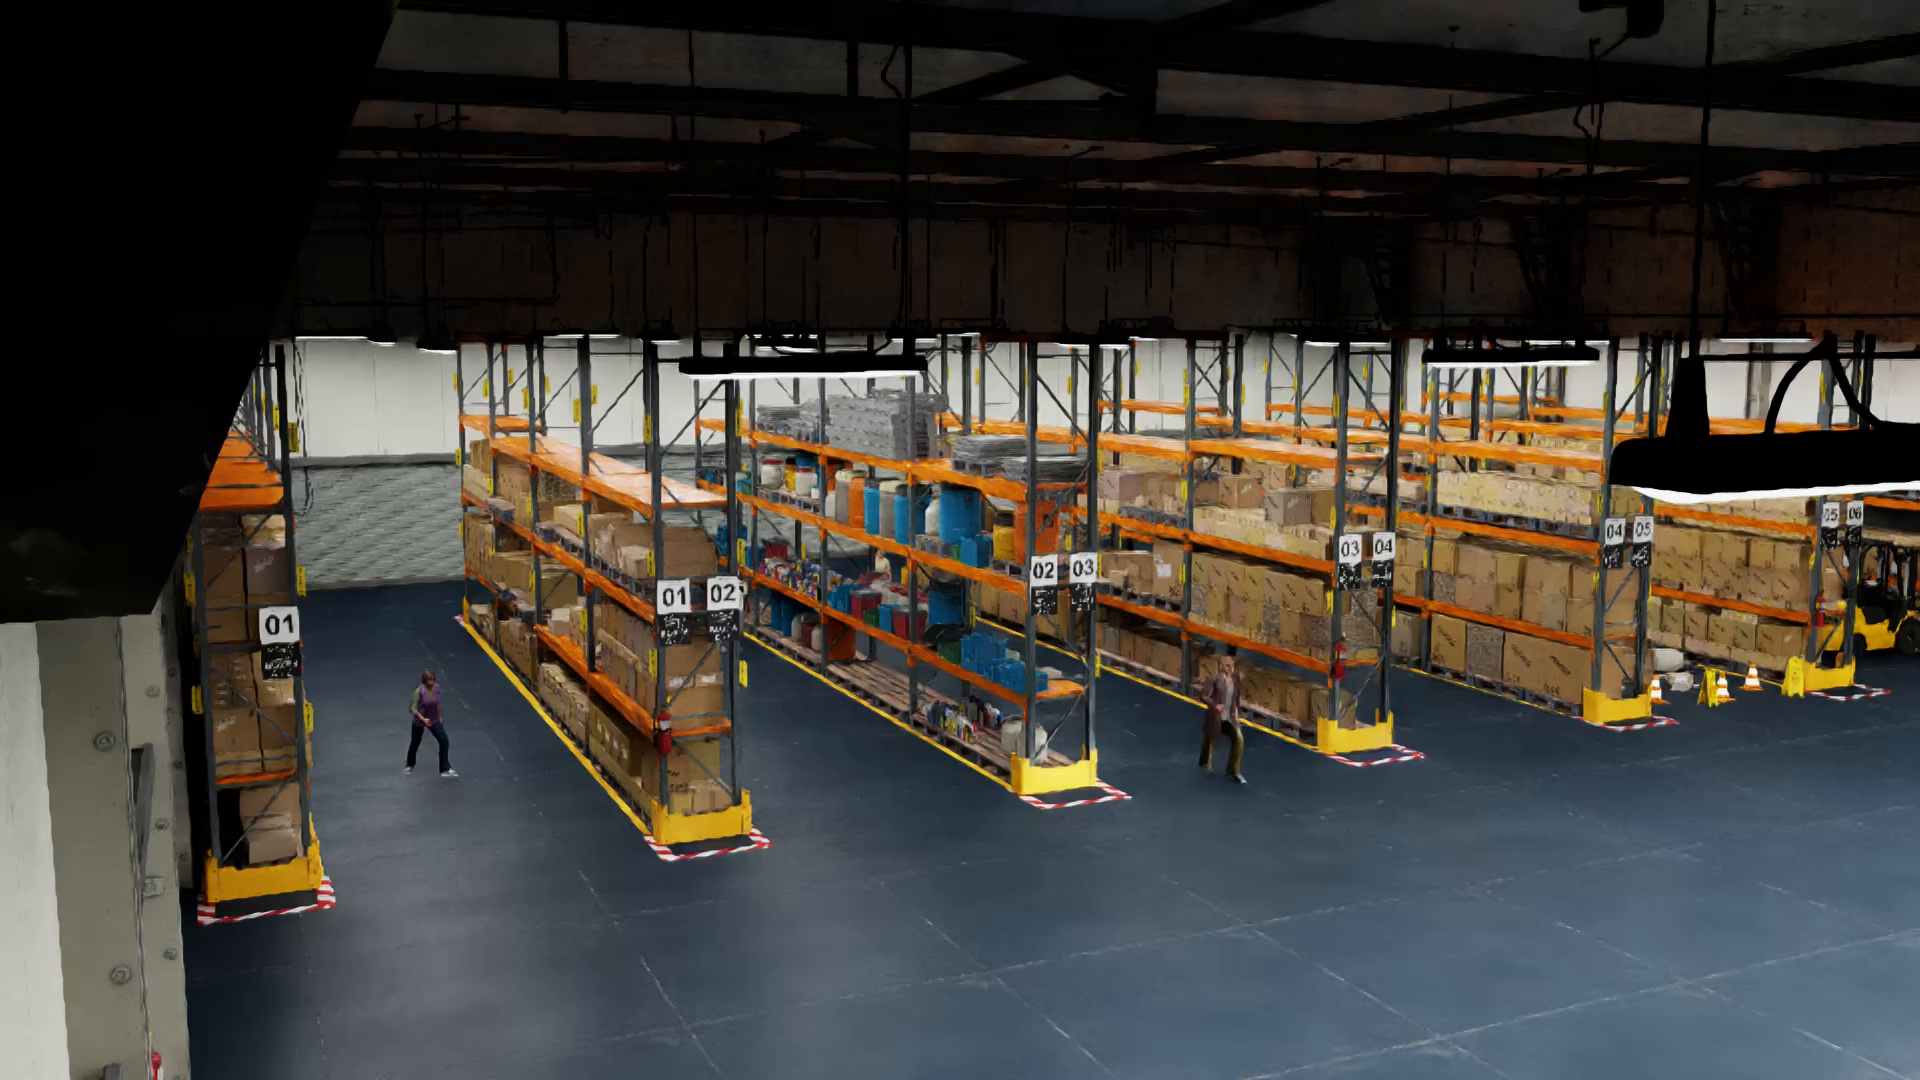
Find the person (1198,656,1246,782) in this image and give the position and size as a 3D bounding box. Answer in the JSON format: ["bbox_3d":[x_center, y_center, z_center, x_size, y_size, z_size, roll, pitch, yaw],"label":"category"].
[{"bbox_3d":[3.602,2.414,22.814,0.736,1.717,0.903,-3,8,-19],"label":"person"}]

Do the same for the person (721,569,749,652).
[{"bbox_3d":[-4.262,1.317,31.323,0.593,1.629,0.528,-4,8,-25],"label":"person"}]

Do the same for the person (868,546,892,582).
[{"bbox_3d":[-1.643,0.904,34.351,0.458,1.610,1.019,-4,9,-25],"label":"person"}]

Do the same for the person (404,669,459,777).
[{"bbox_3d":[-7.321,2.509,22.836,0.562,1.501,0.782,-7,10,-41],"label":"person"}]
